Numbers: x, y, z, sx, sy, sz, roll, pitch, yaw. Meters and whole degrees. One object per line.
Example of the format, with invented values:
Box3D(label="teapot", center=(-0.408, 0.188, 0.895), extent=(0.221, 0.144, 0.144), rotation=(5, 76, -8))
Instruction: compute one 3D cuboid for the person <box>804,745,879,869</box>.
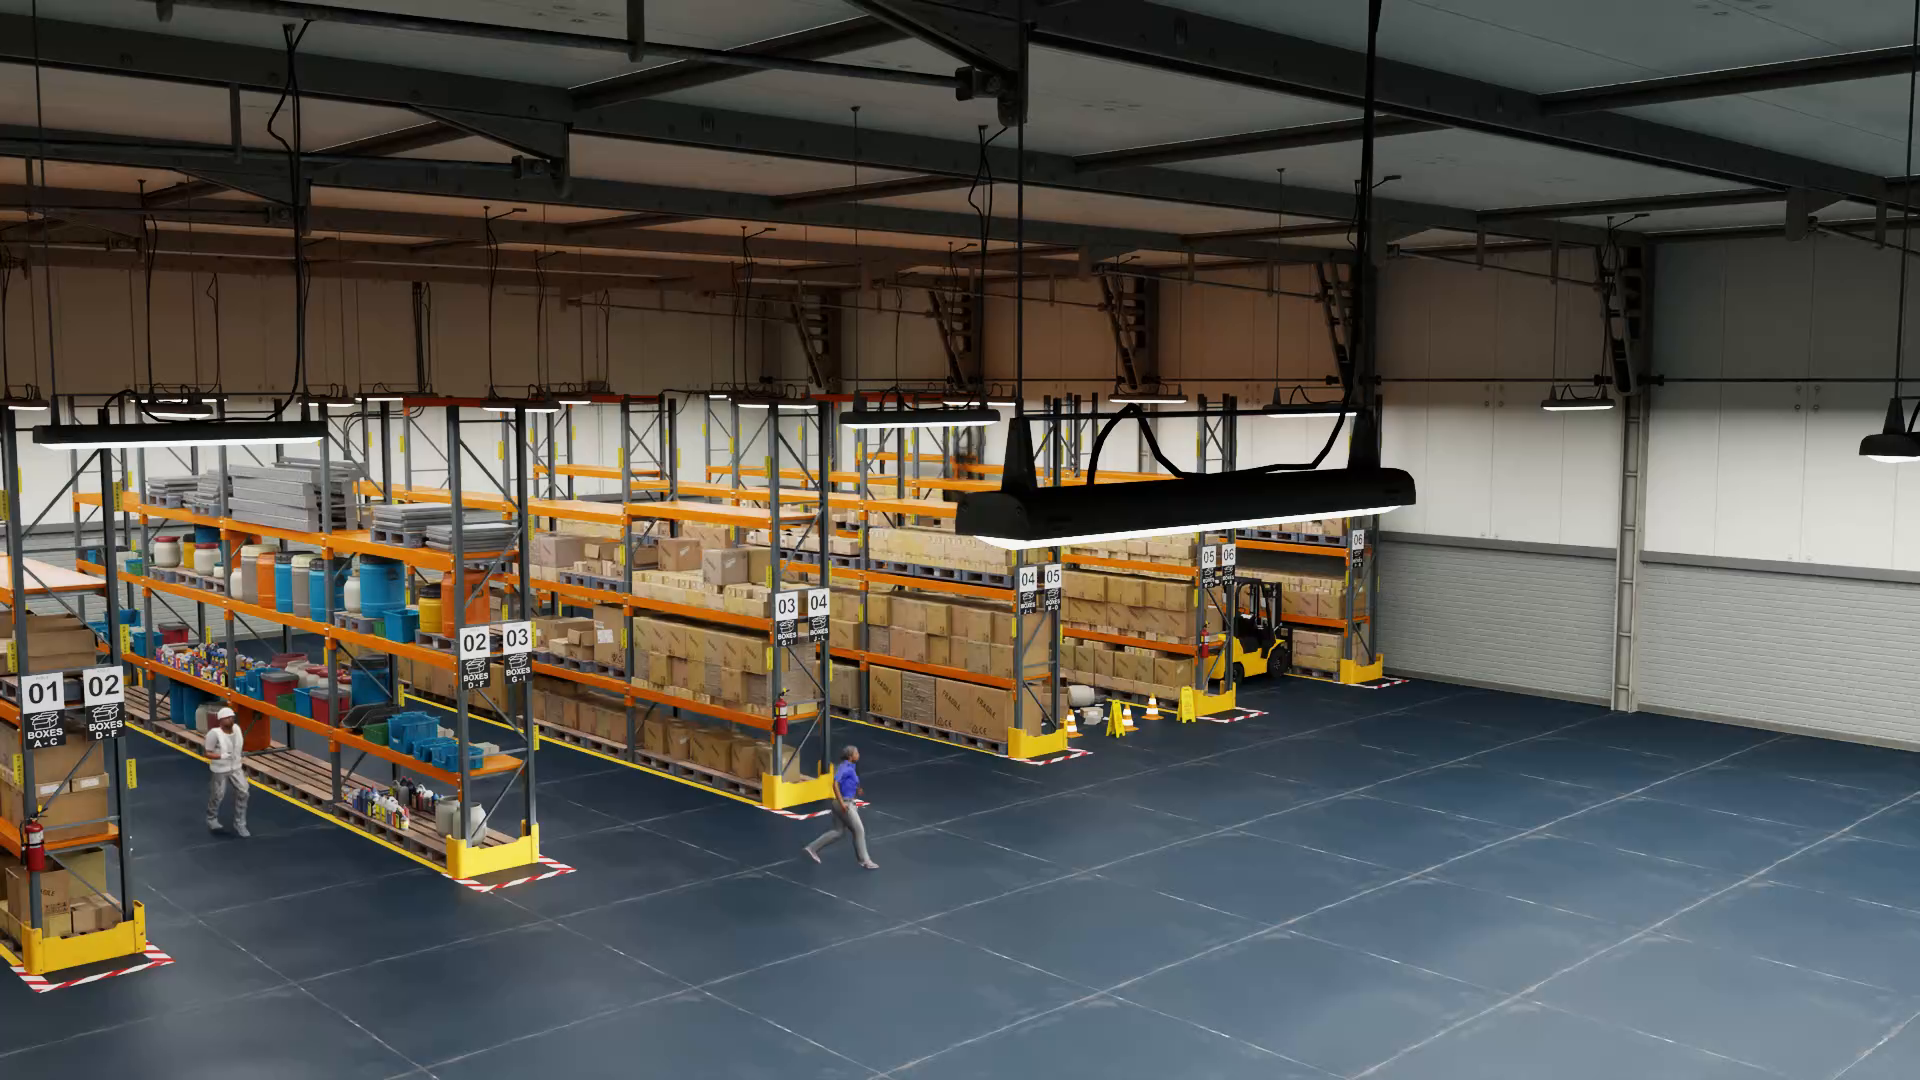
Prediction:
Box3D(label="person", center=(-1.521, 3.452, 21.383), extent=(0.975, 1.656, 0.600), rotation=(-1, 6, -13))

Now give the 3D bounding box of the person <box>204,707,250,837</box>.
Box3D(label="person", center=(-10.184, 3.220, 23.068), extent=(0.839, 1.830, 0.612), rotation=(4, 7, 38))

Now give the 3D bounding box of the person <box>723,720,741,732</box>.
Box3D(label="person", center=(-3.854, 2.687, 29.590), extent=(0.838, 1.578, 0.734), rotation=(2, 6, 18))
